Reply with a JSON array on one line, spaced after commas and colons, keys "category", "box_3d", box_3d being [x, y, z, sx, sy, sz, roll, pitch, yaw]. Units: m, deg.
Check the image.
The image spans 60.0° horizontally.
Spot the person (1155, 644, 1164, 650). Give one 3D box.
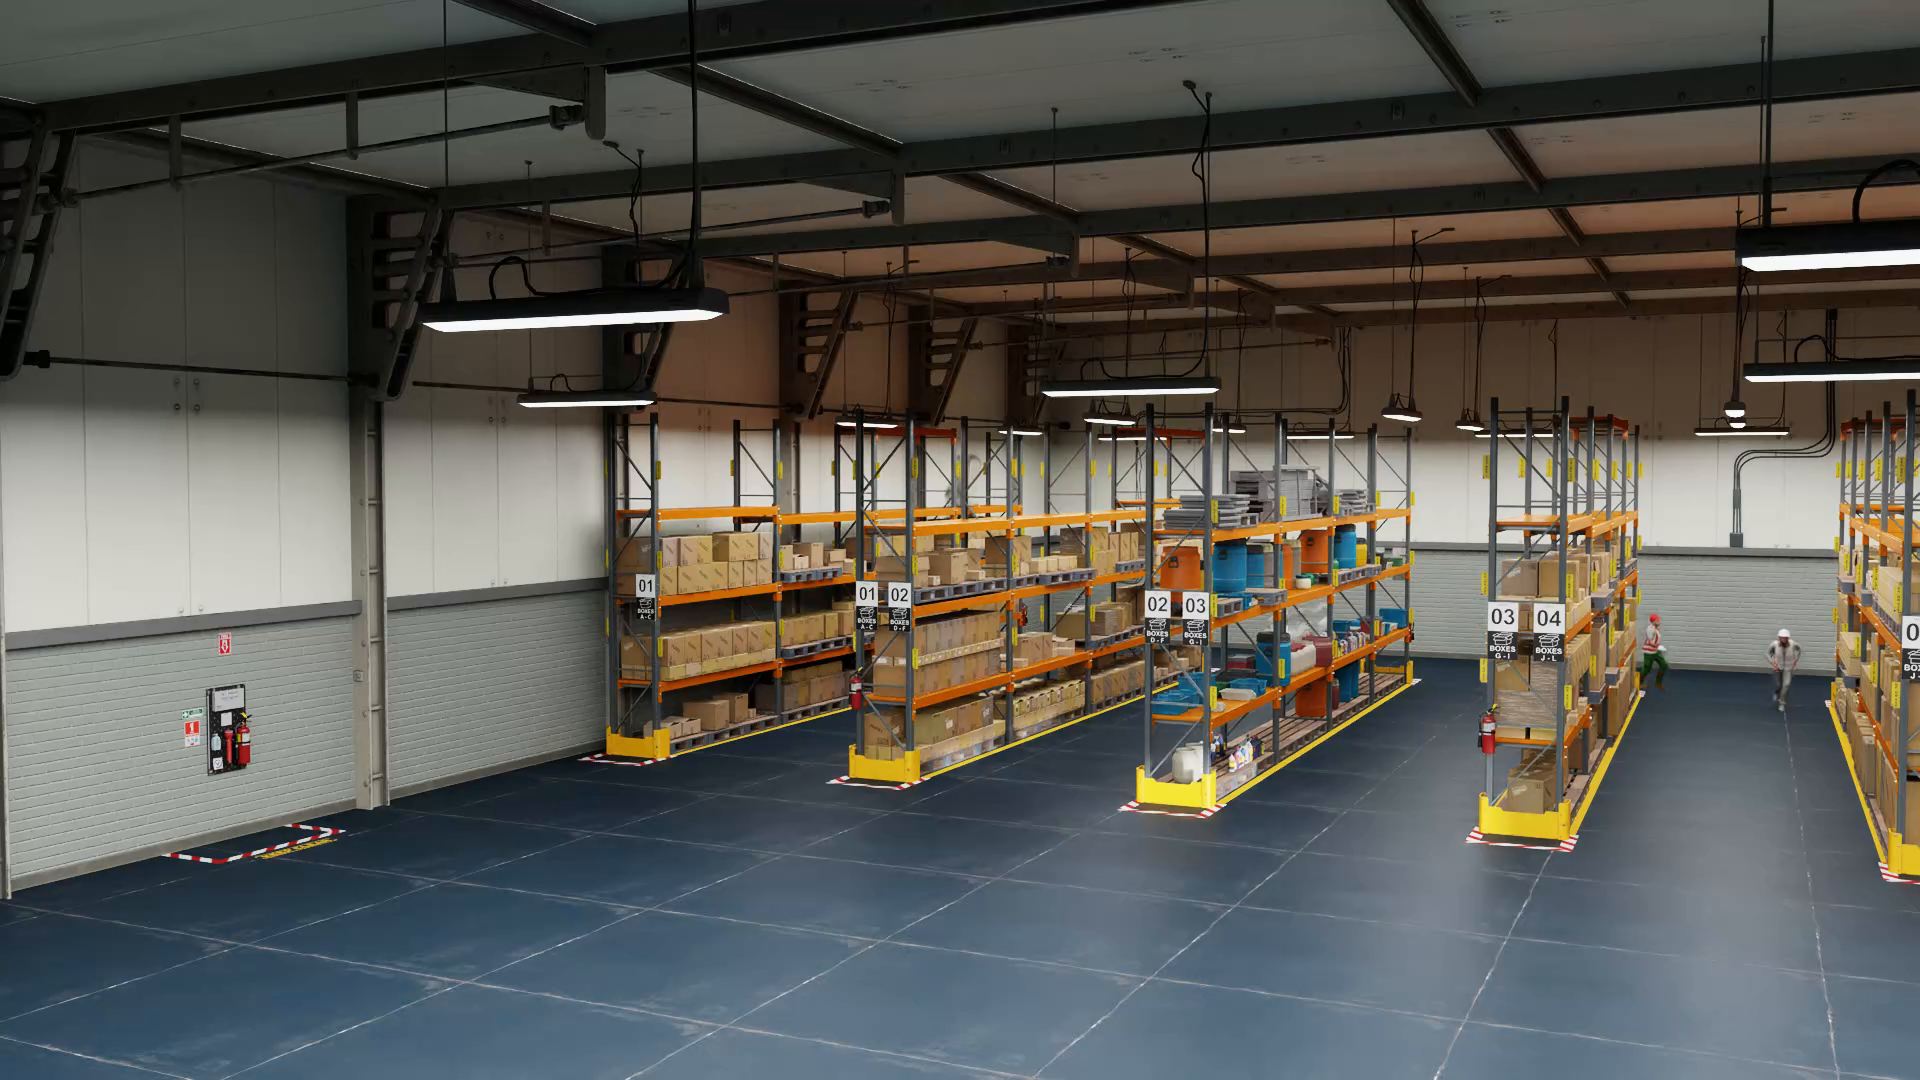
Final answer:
[{"category": "person", "box_3d": [5.096, 2.366, 43.214, 0.561, 1.664, 0.774, -2, 3, -43]}]

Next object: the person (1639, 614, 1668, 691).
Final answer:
[{"category": "person", "box_3d": [15.652, 2.559, 37.690, 0.704, 1.785, 0.752, -2, 3, -44]}]

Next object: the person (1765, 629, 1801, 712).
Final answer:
[{"category": "person", "box_3d": [17.239, 2.705, 34.875, 0.687, 1.728, 1.029, 1, 2, 16]}]

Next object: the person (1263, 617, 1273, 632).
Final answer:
[{"category": "person", "box_3d": [6.966, 2.587, 37.132, 0.702, 1.726, 0.561, 1, 3, 30]}]
